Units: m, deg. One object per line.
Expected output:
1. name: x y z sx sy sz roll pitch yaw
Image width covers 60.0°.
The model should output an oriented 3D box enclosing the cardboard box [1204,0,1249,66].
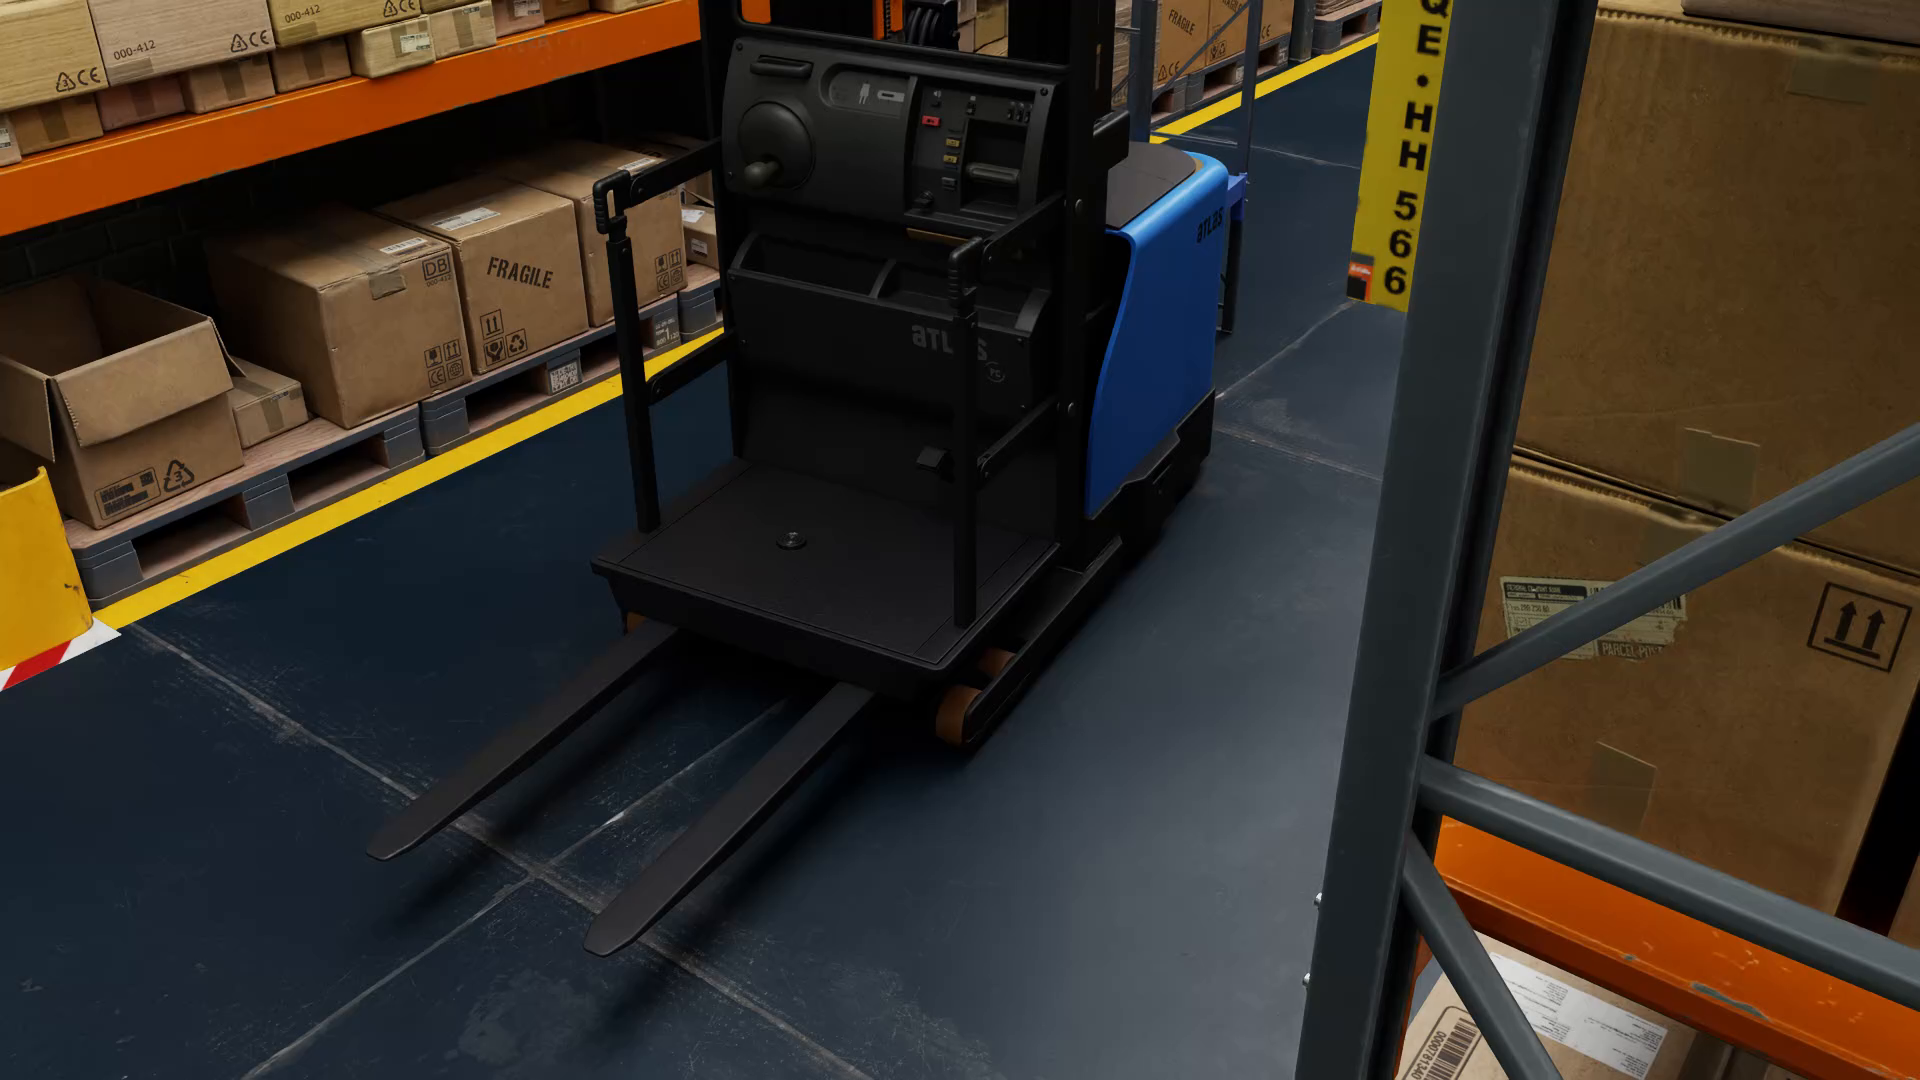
1. cardboard box: 1.328 -3.042 9.480 0.500 0.500 0.500 21 36 31

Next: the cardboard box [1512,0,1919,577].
1. cardboard box: 0.954 -0.339 1.801 0.500 0.500 0.500 22 37 33

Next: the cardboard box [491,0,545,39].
1. cardboard box: -1.629 -1.812 5.611 0.380 0.149 0.250 21 37 31

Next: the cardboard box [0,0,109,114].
1. cardboard box: -2.618 -1.288 4.336 0.500 0.250 0.500 21 37 32

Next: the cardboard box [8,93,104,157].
1. cardboard box: -2.573 -1.182 4.548 0.380 0.149 0.250 22 37 32

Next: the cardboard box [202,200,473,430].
1. cardboard box: -2.115 -0.783 5.669 0.700 0.500 0.500 23 38 33

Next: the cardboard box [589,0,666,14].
1. cardboard box: -1.273 -1.997 5.924 0.380 0.149 0.250 21 36 31

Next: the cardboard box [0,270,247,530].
1. cardboard box: -2.662 -0.449 5.102 0.797 0.503 0.637 20 36 29

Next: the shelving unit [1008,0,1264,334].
1. shelving unit: 0.626 -1.305 5.981 0.538 1.500 1.048 15 34 24

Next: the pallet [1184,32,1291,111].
1. pallet: 1.241 -2.883 9.908 1.003 0.211 1.213 21 37 31

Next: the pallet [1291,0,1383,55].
1. pallet: 2.250 -3.498 10.945 1.003 0.211 1.213 21 37 31

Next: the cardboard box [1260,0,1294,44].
1. cardboard box: 1.638 -3.242 9.818 0.500 0.500 0.500 22 37 33

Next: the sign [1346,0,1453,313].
1. sign: 0.428 -0.369 1.563 0.100 0.325 0.005 21 37 31

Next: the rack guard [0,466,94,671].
1. rack guard: -3.061 -0.078 4.892 1.175 0.500 0.348 21 37 31

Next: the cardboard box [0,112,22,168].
1. cardboard box: -2.690 -1.064 4.350 0.380 0.149 0.250 21 36 31

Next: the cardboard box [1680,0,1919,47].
1. cardboard box: 0.910 -0.556 1.532 0.380 0.149 0.250 22 37 32

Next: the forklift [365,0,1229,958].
1. forklift: -0.297 -0.981 4.030 1.130 2.935 3.031 15 34 24

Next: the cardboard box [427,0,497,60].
1. cardboard box: -1.730 -1.686 5.398 0.380 0.149 0.250 22 37 32

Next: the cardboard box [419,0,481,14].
1. cardboard box: -1.719 -1.914 5.393 0.500 0.250 0.500 20 36 30

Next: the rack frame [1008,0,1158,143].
1. rack frame: 0.384 -1.077 5.597 0.500 1.500 0.032 15 34 24

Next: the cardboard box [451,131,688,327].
1. cardboard box: -1.488 -1.205 6.381 0.700 0.500 0.500 20 36 30

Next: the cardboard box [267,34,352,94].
1. cardboard box: -2.085 -1.493 5.073 0.380 0.149 0.250 22 37 32

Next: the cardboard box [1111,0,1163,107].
1. cardboard box: 0.715 -2.611 8.754 0.500 0.500 0.500 20 36 30

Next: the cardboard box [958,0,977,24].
1. cardboard box: -0.145 -2.445 7.546 0.380 0.149 0.250 19 36 29

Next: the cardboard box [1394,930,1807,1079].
1. cardboard box: 1.171 1.026 2.678 0.875 0.438 0.875 20 36 30

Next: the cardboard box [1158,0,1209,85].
1. cardboard box: 1.014 -2.828 9.120 0.500 0.500 0.500 23 38 33

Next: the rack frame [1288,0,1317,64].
1. rack frame: 1.722 -4.375 9.689 1.000 3.000 0.127 21 37 31

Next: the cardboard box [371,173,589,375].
1. cardboard box: -1.716 -0.967 5.980 0.500 0.500 0.500 22 37 32

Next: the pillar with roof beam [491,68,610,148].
1. pillar with roof beam: 1.601 -3.999 3.171 9.100 9.000 0.400 21 37 31

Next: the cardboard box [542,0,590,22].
1. cardboard box: -1.518 -1.926 5.805 0.380 0.149 0.250 22 37 32

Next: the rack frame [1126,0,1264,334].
1. rack frame: 0.869 -1.533 6.366 0.500 1.500 0.032 15 34 24

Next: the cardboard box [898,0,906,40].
1. cardboard box: -0.312 -2.344 7.374 0.380 0.149 0.250 20 36 30

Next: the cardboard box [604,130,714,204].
1. cardboard box: -1.280 -1.577 7.194 0.500 0.311 0.500 23 37 33

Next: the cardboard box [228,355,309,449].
1. cardboard box: -2.375 -0.457 5.464 0.380 0.149 0.250 20 36 29

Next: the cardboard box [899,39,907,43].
1. cardboard box: -0.264 -2.197 7.419 0.380 0.149 0.250 23 38 33

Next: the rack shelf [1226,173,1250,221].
1. rack shelf: 0.626 -1.150 6.073 0.538 0.185 1.000 15 34 24

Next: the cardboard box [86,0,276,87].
1. cardboard box: -2.314 -1.493 4.682 0.500 0.250 0.500 22 37 32

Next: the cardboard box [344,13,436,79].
1. cardboard box: -1.872 -1.572 5.207 0.380 0.149 0.250 20 36 30

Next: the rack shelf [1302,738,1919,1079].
1. rack shelf: 2.060 -0.100 3.183 1.077 0.370 4.000 21 37 31

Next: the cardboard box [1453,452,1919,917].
1. cardboard box: 0.933 0.083 2.070 0.500 0.500 0.500 21 37 32

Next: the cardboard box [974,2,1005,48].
1. cardboard box: -0.012 -2.441 7.831 0.380 0.149 0.250 19 36 29

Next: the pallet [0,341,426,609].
1. pallet: -2.581 -0.278 5.513 1.003 0.211 1.213 21 37 31

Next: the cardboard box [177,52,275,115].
1. cardboard box: -2.241 -1.383 4.888 0.380 0.149 0.250 22 37 33

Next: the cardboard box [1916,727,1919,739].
1. cardboard box: 1.248 -0.117 2.407 0.500 0.500 0.500 20 36 30

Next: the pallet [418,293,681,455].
1. pallet: -1.844 -0.772 6.346 1.003 0.211 1.213 21 37 31

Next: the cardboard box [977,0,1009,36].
1. cardboard box: 0.142 -2.557 8.026 0.380 0.149 0.250 20 36 30

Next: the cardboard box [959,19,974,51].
1. cardboard box: -0.158 -2.333 7.649 0.380 0.149 0.250 20 36 30

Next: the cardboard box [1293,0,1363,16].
1. cardboard box: 2.110 -3.783 10.608 0.875 0.625 0.625 22 37 33

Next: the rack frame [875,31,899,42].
1. rack frame: -0.692 -2.749 6.946 1.000 3.000 0.127 21 37 31

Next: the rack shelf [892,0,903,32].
1. rack shelf: 0.515 -3.252 8.501 1.077 0.370 4.000 21 37 31

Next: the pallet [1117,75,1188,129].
1. pallet: 0.505 -2.389 9.075 1.003 0.211 1.213 21 37 31

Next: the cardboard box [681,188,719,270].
1. cardboard box: -1.010 -1.291 6.756 0.396 0.266 0.258 23 37 33

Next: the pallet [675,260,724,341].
1. pallet: -1.108 -1.270 7.186 1.003 0.211 1.213 21 37 31

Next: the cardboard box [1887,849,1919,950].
1. cardboard box: 1.371 0.253 1.782 0.500 0.500 0.500 21 36 31

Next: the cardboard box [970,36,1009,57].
1. cardboard box: 0.093 -2.201 8.061 0.500 0.500 0.500 21 36 31

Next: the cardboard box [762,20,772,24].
1. cardboard box: -0.700 -2.371 7.713 0.380 0.149 0.250 20 36 29

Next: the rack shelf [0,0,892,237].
1. rack shelf: -1.900 -1.626 5.758 1.077 0.370 4.000 21 37 31

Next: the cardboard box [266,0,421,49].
1. cardboard box: -2.011 -1.700 5.031 0.500 0.250 0.500 20 36 30

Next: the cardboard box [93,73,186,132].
1. cardboard box: -2.442 -1.299 4.746 0.380 0.149 0.250 21 36 31
